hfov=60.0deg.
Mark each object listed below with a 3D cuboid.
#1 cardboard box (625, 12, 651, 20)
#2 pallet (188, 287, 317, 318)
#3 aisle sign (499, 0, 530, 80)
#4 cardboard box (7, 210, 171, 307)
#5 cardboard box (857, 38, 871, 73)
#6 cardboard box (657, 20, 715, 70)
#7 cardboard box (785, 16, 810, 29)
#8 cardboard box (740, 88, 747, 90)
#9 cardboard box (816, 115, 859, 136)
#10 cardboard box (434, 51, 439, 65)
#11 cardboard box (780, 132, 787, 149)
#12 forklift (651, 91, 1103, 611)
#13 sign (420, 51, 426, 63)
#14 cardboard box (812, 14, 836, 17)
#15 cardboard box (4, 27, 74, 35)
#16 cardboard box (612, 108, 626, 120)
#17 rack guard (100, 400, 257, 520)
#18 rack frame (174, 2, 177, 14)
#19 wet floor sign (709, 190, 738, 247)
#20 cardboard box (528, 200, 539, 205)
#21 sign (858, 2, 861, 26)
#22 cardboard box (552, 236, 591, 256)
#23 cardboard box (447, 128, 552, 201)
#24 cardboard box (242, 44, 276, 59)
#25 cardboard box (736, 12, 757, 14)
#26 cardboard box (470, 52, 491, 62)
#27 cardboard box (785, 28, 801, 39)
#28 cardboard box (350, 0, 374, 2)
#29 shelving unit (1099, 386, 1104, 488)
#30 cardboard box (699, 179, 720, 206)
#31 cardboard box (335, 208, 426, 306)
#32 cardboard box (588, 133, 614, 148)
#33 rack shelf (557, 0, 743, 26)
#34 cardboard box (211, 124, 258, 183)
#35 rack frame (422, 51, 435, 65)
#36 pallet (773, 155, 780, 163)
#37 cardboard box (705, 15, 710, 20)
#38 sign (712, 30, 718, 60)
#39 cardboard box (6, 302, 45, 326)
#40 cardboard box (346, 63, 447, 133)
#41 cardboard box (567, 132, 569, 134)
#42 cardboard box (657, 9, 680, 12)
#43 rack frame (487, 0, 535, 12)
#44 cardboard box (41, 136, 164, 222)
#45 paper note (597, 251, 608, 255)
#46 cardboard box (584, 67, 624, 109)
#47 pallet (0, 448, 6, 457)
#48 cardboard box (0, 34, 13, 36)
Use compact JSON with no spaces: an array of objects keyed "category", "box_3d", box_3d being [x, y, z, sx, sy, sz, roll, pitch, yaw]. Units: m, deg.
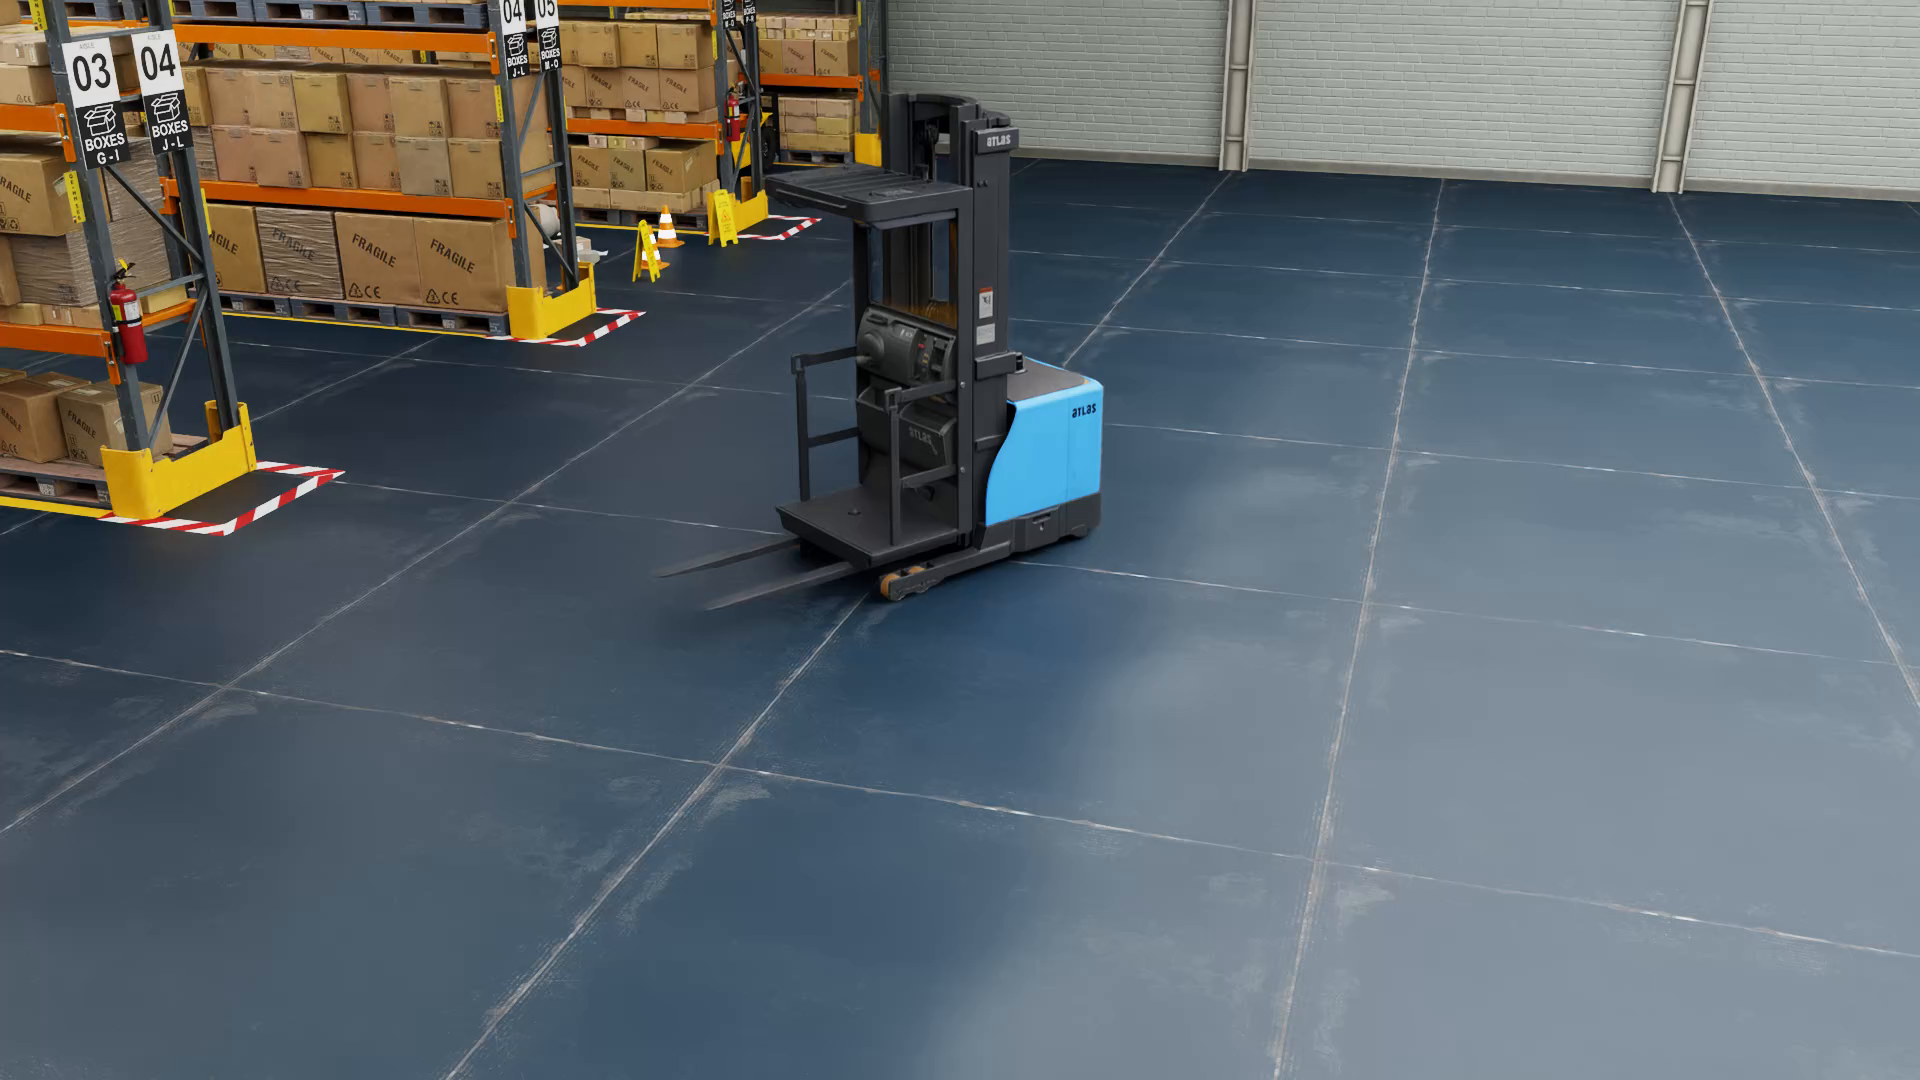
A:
[{"category":"cardboard box","box_3d":[-4.887,-7.928,25.266,0.250,0.149,0.380,7,23,17]},{"category":"pallet","box_3d":[-7.165,-2.571,17.260,1.213,0.211,1.003,7,23,15]},{"category":"aisle sign","box_3d":[-4.059,-4.620,15.156,0.004,0.787,0.394,7,23,16]},{"category":"cardboard box","box_3d":[-6.089,-1.998,11.664,0.500,0.500,0.875,7,23,16]},{"category":"cardboard box","box_3d":[-1.671,-7.349,25.103,0.500,0.500,0.500,7,23,17]},{"category":"cardboard box","box_3d":[-3.260,-5.967,20.024,0.500,0.500,0.700,6,23,14]},{"category":"cardboard box","box_3d":[-2.401,-7.683,24.670,0.250,0.149,0.380,7,23,16]},{"category":"cardboard box","box_3d":[-3.610,-6.877,25.835,0.500,0.250,0.500,7,23,16]},{"category":"cardboard box","box_3d":[-1.834,-6.241,24.944,0.500,0.250,0.500,6,23,15]},{"category":"cardboard box","box_3d":[-6.903,-6.316,21.639,0.500,0.500,0.500,7,23,17]},{"category":"cardboard box","box_3d":[-2.768,-6.123,25.314,0.500,0.250,0.500,7,23,16]},{"category":"forklift","box_3d":[-0.504,-1.202,10.338,3.031,2.935,1.130,-17,28,-36]},{"category":"sign","box_3d":[-6.694,-6.116,20.702,0.005,0.325,0.100,7,23,16]},{"category":"cardboard box","box_3d":[-2.035,-7.811,24.981,0.250,0.149,0.380,7,23,17]},{"category":"cardboard box","box_3d":[-6.265,-3.407,11.343,0.250,0.149,0.380,6,23,15]},{"category":"cardboard box","box_3d":[-4.101,-5.311,20.596,0.250,0.149,0.380,7,23,16]},{"category":"rack guard","box_3d":[-5.643,-0.595,12.062,0.348,0.500,1.175,7,23,16]},{"category":"rack frame","box_3d":[-12.766,-8.463,27.950,0.127,3.000,1.000,7,23,16]},{"category":"wet floor sign","box_3d":[-2.835,-3.845,19.794,0.232,0.644,0.267,16,27,34]},{"category":"cardboard box","box_3d":[-5.536,-4.487,21.327,0.500,0.250,0.500,8,24,19]},{"category":"sign","box_3d":[-1.447,-7.598,24.002,0.005,0.325,0.100,7,23,16]},{"category":"cardboard box","box_3d":[-4.545,-3.435,19.447,0.380,0.149,0.250,-20,29,-39]},{"category":"cardboard box","box_3d":[-4.409,-3.628,15.965,0.550,0.550,0.875,7,23,16]},{"category":"cardboard box","box_3d":[-8.991,-6.355,21.734,0.500,0.500,0.500,7,23,16]},{"category":"cardboard box","box_3d":[-3.264,-7.954,25.330,0.250,0.149,0.380,7,23,17]},{"category":"cardboard box","box_3d":[-5.696,-6.238,20.684,0.500,0.500,0.700,7,23,16]},{"category":"cardboard box","box_3d":[-2.408,-7.530,24.687,0.250,0.149,0.380,6,23,15]},{"category":"cardboard box","box_3d":[-5.432,-5.071,15.375,0.250,0.149,0.380,6,23,15]},{"category":"shelving unit","box_3d":[0.840,-0.641,11.648,0.210,0.900,0.258,18,29,38]},{"category":"cardboard box","box_3d":[-3.400,-4.455,21.248,0.500,0.250,0.500,6,23,15]},{"category":"cardboard box","box_3d":[-5.552,-2.892,16.614,0.875,0.875,0.875,6,23,15]},{"category":"cardboard box","box_3d":[-4.412,-4.980,20.686,0.250,0.149,0.380,8,23,18]},{"category":"rack shelf","box_3d":[-4.622,-6.618,20.447,4.000,0.370,1.077,7,23,16]},{"category":"cardboard box","box_3d":[-6.980,-3.954,16.760,0.550,0.550,0.875,7,23,16]},{"category":"rack frame","box_3d":[-6.537,-5.783,21.415,0.127,3.000,1.000,7,23,16]},{"category":"pallet","box_3d":[-3.186,-6.061,25.767,1.213,0.211,1.003,7,23,15]},{"category":"cardboard box","box_3d":[-3.631,-7.815,24.992,0.250,0.149,0.380,6,23,15]},{"category":"sign","box_3d":[-2.887,-5.826,19.580,0.005,0.325,0.100,7,23,16]},{"category":"cardboard box","box_3d":[-6.396,-1.620,11.597,0.250,0.149,0.380,7,23,16]},{"category":"cardboard box","box_3d":[-5.435,-4.296,16.169,0.550,0.550,0.875,7,23,16]},{"category":"cardboard box","box_3d":[-5.406,-5.029,21.660,0.500,0.500,0.500,7,23,16]},{"category":"cardboard box","box_3d":[-4.486,-8.103,25.692,0.250,0.149,0.380,6,23,14]},{"category":"rack frame","box_3d":[-4.041,-6.310,14.796,0.127,3.000,1.000,7,23,16]},{"category":"cardboard box","box_3d":[-6.018,-2.549,11.691,0.500,0.500,0.500,7,23,16]},{"category":"paper note","box_3d":[-4.188,-3.351,19.399,0.142,0.019,0.148,-1,22,-3]},{"category":"cardboard box","box_3d":[-4.263,-5.600,20.446,0.500,0.500,0.500,6,23,15]},{"category":"pallet","box_3d":[-7.575,-0.698,12.693,1.213,0.211,1.003,7,23,16]},{"category":"cardboard box","box_3d":[-6.435,-3.225,10.899,0.250,0.149,0.380,6,23,13]}]
